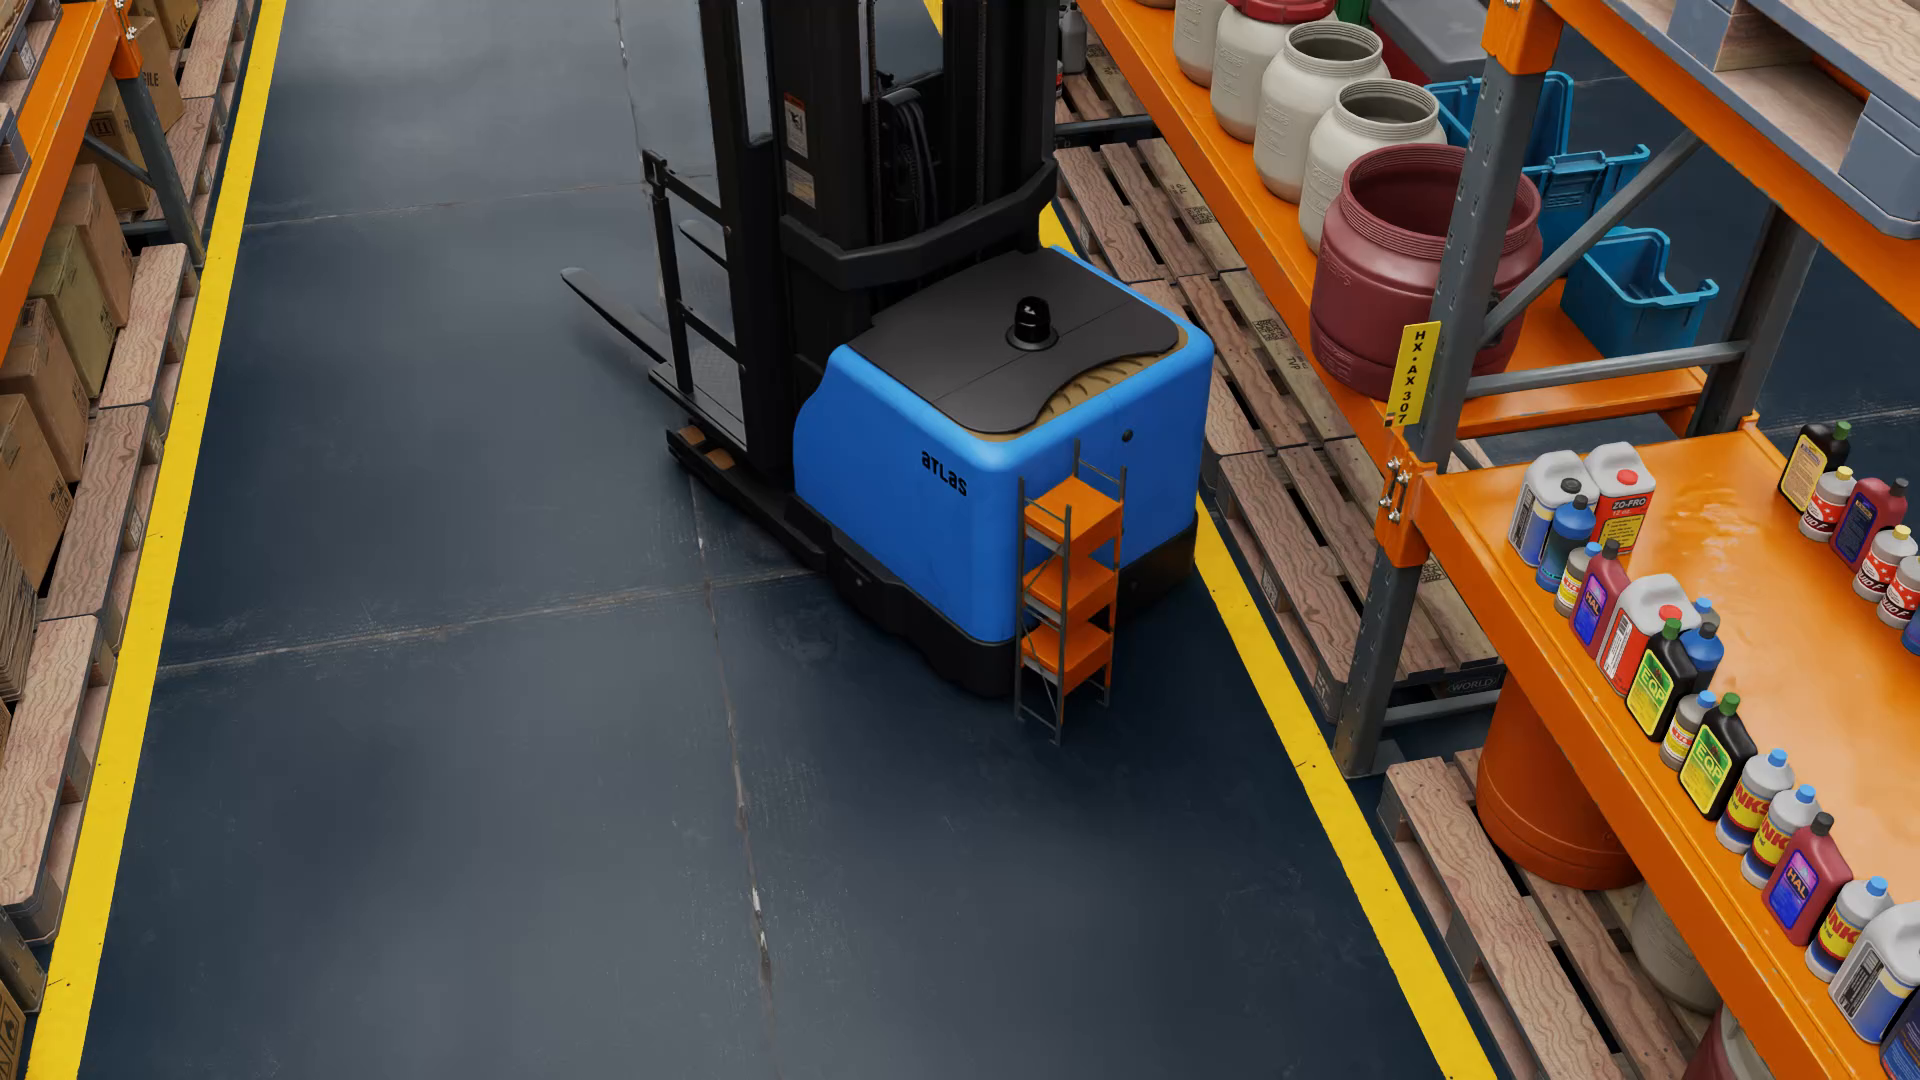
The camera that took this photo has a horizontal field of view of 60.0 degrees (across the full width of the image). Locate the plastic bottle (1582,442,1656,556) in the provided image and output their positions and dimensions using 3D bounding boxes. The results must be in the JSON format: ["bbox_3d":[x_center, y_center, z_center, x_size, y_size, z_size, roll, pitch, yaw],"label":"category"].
[{"bbox_3d":[1.644,-0.101,4.198,0.152,0.276,0.135,-8,42,-9],"label":"plastic bottle"}]

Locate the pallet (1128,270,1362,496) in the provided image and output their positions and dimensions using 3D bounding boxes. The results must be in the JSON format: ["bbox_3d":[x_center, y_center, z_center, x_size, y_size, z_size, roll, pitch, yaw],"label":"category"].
[{"bbox_3d":[1.329,-0.707,6.887,1.003,0.211,1.213,-8,42,-9],"label":"pallet"}]

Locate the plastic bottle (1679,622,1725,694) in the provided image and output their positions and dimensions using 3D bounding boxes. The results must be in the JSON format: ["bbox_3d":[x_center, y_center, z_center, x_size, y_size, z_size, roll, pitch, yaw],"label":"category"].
[{"bbox_3d":[1.653,0.293,3.758,0.097,0.271,0.097,0,42,0],"label":"plastic bottle"}]

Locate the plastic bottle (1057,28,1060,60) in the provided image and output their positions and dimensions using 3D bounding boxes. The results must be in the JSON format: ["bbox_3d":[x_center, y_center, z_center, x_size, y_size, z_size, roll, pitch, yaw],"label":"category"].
[{"bbox_3d":[0.434,-2.595,8.578,0.144,0.351,0.185,-9,42,-10],"label":"plastic bottle"}]

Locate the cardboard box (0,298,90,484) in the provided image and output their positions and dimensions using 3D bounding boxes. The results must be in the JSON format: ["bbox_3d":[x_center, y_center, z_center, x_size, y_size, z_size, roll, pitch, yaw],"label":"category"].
[{"bbox_3d":[-3.664,-0.490,6.094,0.700,0.500,0.500,-12,43,-13],"label":"cardboard box"}]

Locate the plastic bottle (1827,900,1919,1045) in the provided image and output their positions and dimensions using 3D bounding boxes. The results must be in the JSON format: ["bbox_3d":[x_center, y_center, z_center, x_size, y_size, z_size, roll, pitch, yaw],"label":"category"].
[{"bbox_3d":[1.795,0.820,3.161,0.152,0.276,0.135,-8,42,-9],"label":"plastic bottle"}]

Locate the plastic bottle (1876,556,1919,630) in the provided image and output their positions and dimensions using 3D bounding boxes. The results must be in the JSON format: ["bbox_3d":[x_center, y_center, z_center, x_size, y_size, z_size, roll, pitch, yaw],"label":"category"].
[{"bbox_3d":[2.300,0.113,4.013,0.097,0.201,0.097,0,42,0],"label":"plastic bottle"}]

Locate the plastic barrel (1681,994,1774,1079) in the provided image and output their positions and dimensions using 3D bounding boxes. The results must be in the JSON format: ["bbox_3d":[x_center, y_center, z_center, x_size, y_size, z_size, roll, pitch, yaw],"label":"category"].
[{"bbox_3d":[2.084,1.339,3.982,0.600,0.588,0.708,-8,42,-9],"label":"plastic barrel"}]

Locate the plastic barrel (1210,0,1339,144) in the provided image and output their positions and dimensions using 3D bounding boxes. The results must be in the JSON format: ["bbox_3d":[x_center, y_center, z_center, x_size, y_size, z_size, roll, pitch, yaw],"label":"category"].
[{"bbox_3d":[1.099,-1.689,5.790,0.433,0.535,0.433,0,42,0],"label":"plastic barrel"}]

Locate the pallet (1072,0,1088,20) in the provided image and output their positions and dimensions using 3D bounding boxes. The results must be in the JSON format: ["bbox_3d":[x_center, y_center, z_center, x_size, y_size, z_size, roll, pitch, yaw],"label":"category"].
[{"bbox_3d":[0.483,-3.236,9.737,1.003,0.211,1.213,-8,42,-9],"label":"pallet"}]

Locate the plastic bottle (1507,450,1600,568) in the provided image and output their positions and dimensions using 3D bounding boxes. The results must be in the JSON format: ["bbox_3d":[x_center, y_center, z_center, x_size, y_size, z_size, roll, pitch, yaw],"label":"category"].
[{"bbox_3d":[1.496,-0.079,4.173,0.152,0.276,0.135,-8,42,-9],"label":"plastic bottle"}]

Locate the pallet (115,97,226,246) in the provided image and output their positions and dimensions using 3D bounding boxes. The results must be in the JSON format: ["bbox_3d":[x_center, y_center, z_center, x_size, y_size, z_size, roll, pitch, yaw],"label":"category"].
[{"bbox_3d":[-4.161,-1.723,8.032,1.003,0.211,1.213,-8,42,-9],"label":"pallet"}]

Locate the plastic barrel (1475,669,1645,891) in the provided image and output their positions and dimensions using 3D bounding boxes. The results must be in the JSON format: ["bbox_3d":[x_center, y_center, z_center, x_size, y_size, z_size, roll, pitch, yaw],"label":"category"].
[{"bbox_3d":[1.840,0.517,4.727,0.600,0.830,0.708,-8,42,-9],"label":"plastic barrel"}]

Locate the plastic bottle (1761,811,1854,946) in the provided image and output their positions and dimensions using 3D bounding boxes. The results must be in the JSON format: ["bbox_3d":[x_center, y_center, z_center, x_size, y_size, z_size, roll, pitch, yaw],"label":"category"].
[{"bbox_3d":[1.700,0.673,3.320,0.061,0.283,0.133,-8,42,-9],"label":"plastic bottle"}]

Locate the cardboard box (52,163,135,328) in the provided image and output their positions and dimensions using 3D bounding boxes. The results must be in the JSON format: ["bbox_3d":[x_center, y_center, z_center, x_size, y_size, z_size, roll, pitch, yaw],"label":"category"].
[{"bbox_3d":[-3.870,-1.164,6.854,0.700,0.500,0.500,-11,43,-13],"label":"cardboard box"}]

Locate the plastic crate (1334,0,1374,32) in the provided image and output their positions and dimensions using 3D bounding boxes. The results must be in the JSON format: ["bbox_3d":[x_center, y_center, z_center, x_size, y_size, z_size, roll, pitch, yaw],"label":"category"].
[{"bbox_3d":[1.506,-1.878,6.265,0.450,0.188,0.662,-8,42,-9],"label":"plastic crate"}]

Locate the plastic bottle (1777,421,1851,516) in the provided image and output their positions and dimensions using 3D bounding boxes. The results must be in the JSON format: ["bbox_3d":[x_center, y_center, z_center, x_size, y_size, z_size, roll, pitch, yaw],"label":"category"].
[{"bbox_3d":[2.222,-0.208,4.312,0.061,0.283,0.133,-8,42,-9],"label":"plastic bottle"}]

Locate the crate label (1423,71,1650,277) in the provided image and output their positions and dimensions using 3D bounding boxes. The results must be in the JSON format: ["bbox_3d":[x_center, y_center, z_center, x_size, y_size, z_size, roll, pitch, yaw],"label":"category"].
[{"bbox_3d":[1.768,-1.148,5.258,0.502,0.435,0.616,-8,42,-9],"label":"crate label"}]

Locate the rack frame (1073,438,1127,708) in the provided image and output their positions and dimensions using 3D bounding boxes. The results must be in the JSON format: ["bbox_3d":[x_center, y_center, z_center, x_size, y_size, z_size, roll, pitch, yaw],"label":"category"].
[{"bbox_3d":[0.423,0.129,5.308,0.200,1.050,0.008,33,52,32],"label":"rack frame"}]

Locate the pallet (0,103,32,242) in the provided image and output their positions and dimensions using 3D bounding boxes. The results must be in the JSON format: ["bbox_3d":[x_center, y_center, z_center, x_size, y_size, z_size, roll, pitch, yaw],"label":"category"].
[{"bbox_3d":[-3.586,-0.948,5.203,1.003,0.211,1.213,-8,42,-9],"label":"pallet"}]

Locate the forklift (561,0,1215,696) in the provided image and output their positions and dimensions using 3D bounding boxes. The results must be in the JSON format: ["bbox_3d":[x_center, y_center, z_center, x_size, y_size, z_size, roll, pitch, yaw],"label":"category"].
[{"bbox_3d":[-0.498,-1.480,5.710,1.130,2.935,3.031,-30,50,-29],"label":"forklift"}]

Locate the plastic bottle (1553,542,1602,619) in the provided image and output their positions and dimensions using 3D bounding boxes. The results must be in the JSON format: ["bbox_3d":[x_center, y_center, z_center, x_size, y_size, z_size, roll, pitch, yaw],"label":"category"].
[{"bbox_3d":[1.515,0.091,4.038,0.097,0.201,0.097,0,42,0],"label":"plastic bottle"}]

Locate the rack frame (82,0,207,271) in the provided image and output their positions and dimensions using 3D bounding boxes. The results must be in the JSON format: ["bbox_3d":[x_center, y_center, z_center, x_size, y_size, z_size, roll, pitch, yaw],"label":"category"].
[{"bbox_3d":[-3.982,-2.336,6.622,1.000,3.000,0.127,-8,42,-9],"label":"rack frame"}]

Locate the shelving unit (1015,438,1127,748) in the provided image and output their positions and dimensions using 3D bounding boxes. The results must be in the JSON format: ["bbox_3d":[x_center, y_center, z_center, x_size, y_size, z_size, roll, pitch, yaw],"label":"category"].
[{"bbox_3d":[0.338,0.188,5.244,0.215,1.050,0.252,33,52,32],"label":"shelving unit"}]

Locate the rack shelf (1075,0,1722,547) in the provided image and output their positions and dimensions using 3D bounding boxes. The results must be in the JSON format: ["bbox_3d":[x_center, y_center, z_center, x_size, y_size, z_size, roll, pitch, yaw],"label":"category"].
[{"bbox_3d":[1.286,-1.480,6.200,1.077,0.370,4.000,-8,42,-9],"label":"rack shelf"}]

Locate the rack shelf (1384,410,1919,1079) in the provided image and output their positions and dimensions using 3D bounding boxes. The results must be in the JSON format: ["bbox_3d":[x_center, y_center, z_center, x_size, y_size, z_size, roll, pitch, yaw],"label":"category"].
[{"bbox_3d":[2.150,1.113,3.279,1.077,0.370,4.000,-8,42,-9],"label":"rack shelf"}]

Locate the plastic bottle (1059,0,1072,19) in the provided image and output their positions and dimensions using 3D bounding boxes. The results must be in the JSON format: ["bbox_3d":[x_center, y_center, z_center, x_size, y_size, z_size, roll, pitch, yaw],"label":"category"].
[{"bbox_3d":[0.532,-2.729,8.785,0.152,0.276,0.135,-8,42,-9],"label":"plastic bottle"}]

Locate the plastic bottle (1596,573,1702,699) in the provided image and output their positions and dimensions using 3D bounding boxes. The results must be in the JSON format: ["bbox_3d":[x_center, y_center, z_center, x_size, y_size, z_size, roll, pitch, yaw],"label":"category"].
[{"bbox_3d":[1.596,0.221,3.835,0.152,0.276,0.135,-8,42,-9],"label":"plastic bottle"}]

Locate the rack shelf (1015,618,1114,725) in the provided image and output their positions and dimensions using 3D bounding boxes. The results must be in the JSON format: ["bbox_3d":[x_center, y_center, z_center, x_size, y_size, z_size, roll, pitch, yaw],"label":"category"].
[{"bbox_3d":[0.341,0.402,5.438,0.215,0.259,0.240,33,52,32],"label":"rack shelf"}]

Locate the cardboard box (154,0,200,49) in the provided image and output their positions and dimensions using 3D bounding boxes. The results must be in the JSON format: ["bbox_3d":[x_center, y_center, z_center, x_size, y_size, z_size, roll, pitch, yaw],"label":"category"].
[{"bbox_3d":[-4.448,-2.952,8.883,0.500,0.500,0.500,-5,42,-5],"label":"cardboard box"}]

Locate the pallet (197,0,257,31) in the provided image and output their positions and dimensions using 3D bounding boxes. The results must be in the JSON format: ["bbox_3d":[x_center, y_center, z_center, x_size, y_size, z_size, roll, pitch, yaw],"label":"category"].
[{"bbox_3d":[-4.688,-3.305,9.814,1.003,0.211,1.213,-8,42,-9],"label":"pallet"}]

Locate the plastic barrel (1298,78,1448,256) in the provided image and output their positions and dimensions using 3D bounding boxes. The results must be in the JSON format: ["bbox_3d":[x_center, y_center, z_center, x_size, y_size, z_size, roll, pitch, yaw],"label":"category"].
[{"bbox_3d":[1.287,-1.131,5.180,0.421,0.512,0.421,0,42,0],"label":"plastic barrel"}]

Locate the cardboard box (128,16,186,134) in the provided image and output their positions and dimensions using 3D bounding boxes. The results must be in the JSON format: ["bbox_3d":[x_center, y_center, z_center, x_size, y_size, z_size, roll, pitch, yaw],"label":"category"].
[{"bbox_3d":[-4.160,-2.193,8.028,0.500,0.500,0.500,4,42,4],"label":"cardboard box"}]

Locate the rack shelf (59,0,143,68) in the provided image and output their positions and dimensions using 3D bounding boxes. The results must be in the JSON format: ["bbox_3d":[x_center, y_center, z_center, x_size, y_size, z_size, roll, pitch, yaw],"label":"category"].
[{"bbox_3d":[-4.413,-3.363,8.321,1.077,0.370,4.000,-8,42,-9],"label":"rack shelf"}]

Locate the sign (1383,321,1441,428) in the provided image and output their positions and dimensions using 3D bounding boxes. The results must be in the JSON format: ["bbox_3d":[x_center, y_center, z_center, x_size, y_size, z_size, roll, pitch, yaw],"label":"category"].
[{"bbox_3d":[1.182,-0.430,4.352,0.100,0.325,0.005,-8,42,-9],"label":"sign"}]

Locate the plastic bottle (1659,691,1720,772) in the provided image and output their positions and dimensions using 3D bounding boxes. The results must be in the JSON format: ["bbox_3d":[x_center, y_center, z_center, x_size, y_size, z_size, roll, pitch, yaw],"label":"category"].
[{"bbox_3d":[1.623,0.414,3.674,0.097,0.201,0.097,0,42,0],"label":"plastic bottle"}]

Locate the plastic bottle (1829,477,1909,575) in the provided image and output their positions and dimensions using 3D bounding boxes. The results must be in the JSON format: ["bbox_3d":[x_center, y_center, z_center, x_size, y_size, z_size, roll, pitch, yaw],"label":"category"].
[{"bbox_3d":[2.272,-0.058,4.144,0.061,0.283,0.133,-8,42,-9],"label":"plastic bottle"}]

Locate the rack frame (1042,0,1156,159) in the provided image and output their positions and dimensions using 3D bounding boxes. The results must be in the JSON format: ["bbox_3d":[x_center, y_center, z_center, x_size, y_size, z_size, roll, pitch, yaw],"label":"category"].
[{"bbox_3d":[0.854,-3.045,7.421,1.000,3.000,0.127,-8,42,-9],"label":"rack frame"}]

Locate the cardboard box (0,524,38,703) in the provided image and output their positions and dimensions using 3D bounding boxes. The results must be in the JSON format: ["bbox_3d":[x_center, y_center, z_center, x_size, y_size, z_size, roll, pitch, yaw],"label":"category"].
[{"bbox_3d":[-3.415,0.238,5.274,0.700,0.500,0.500,-12,43,-13],"label":"cardboard box"}]

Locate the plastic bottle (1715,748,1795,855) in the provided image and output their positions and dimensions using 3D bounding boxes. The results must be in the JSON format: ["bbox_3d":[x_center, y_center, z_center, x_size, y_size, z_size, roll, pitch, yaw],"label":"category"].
[{"bbox_3d":[1.672,0.537,3.482,0.097,0.271,0.097,0,42,0],"label":"plastic bottle"}]

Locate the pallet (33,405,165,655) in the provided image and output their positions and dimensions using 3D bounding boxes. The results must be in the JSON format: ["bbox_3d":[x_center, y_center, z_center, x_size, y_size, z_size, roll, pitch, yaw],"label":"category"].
[{"bbox_3d":[-3.545,0.004,6.086,1.003,0.211,1.213,-8,42,-9],"label":"pallet"}]

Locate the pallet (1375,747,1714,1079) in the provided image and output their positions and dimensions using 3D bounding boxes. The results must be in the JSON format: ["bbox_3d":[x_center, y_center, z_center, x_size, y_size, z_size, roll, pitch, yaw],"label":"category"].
[{"bbox_3d":[1.929,1.095,4.857,1.003,0.211,1.213,-8,42,-9],"label":"pallet"}]
